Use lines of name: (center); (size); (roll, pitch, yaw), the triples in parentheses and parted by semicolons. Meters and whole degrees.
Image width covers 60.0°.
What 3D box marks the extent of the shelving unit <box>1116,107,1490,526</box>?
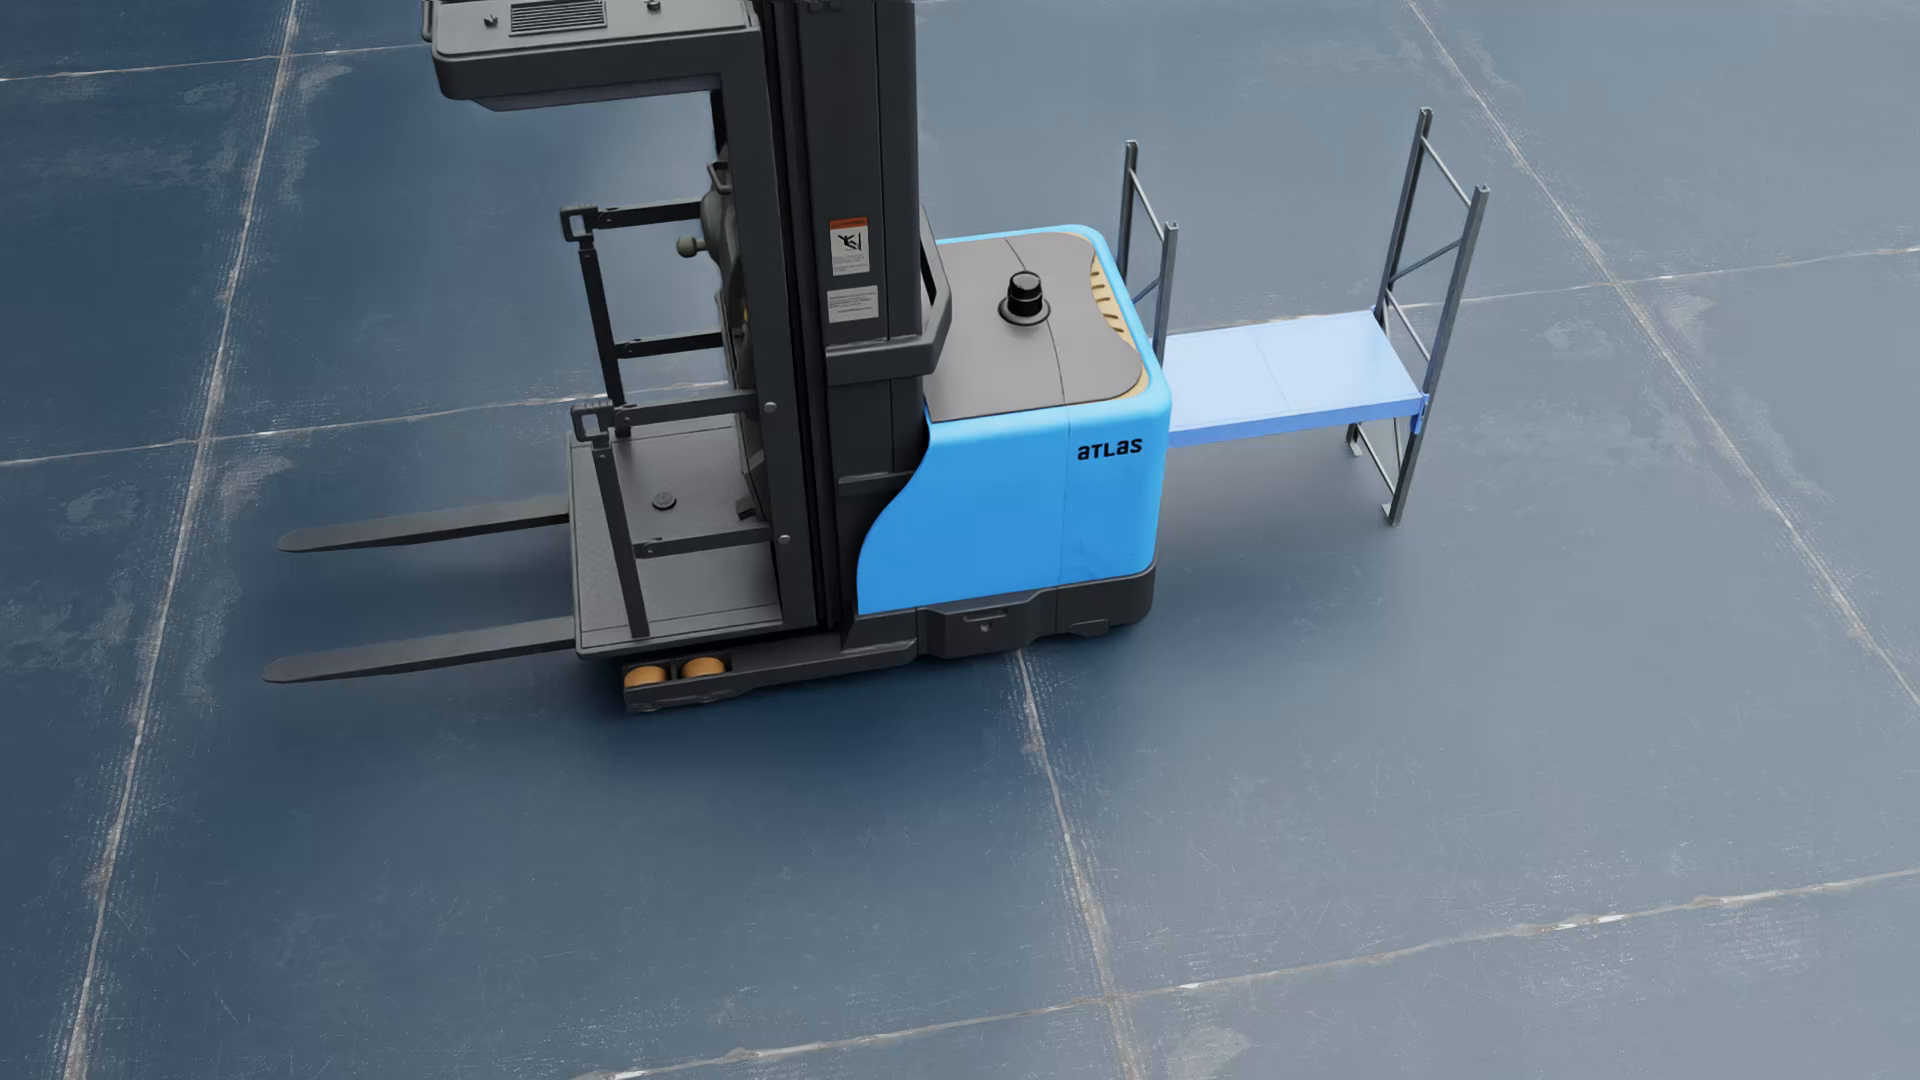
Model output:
shelving unit: (1.105, -0.680, 5.863); (1.048, 1.500, 0.538); (-8, 47, -8)

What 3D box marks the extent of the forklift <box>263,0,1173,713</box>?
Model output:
forklift: (-0.884, -0.847, 5.030); (3.031, 2.935, 1.130); (-8, 47, -8)

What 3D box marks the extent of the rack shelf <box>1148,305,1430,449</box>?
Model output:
rack shelf: (1.105, -0.555, 5.993); (1.000, 0.185, 0.538); (-8, 47, -8)

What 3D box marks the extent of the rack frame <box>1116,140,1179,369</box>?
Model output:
rack frame: (0.606, -0.608, 5.795); (0.032, 1.500, 0.500); (-8, 47, -8)

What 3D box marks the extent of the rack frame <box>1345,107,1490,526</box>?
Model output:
rack frame: (1.603, -0.751, 5.932); (0.032, 1.500, 0.500); (-8, 47, -8)
